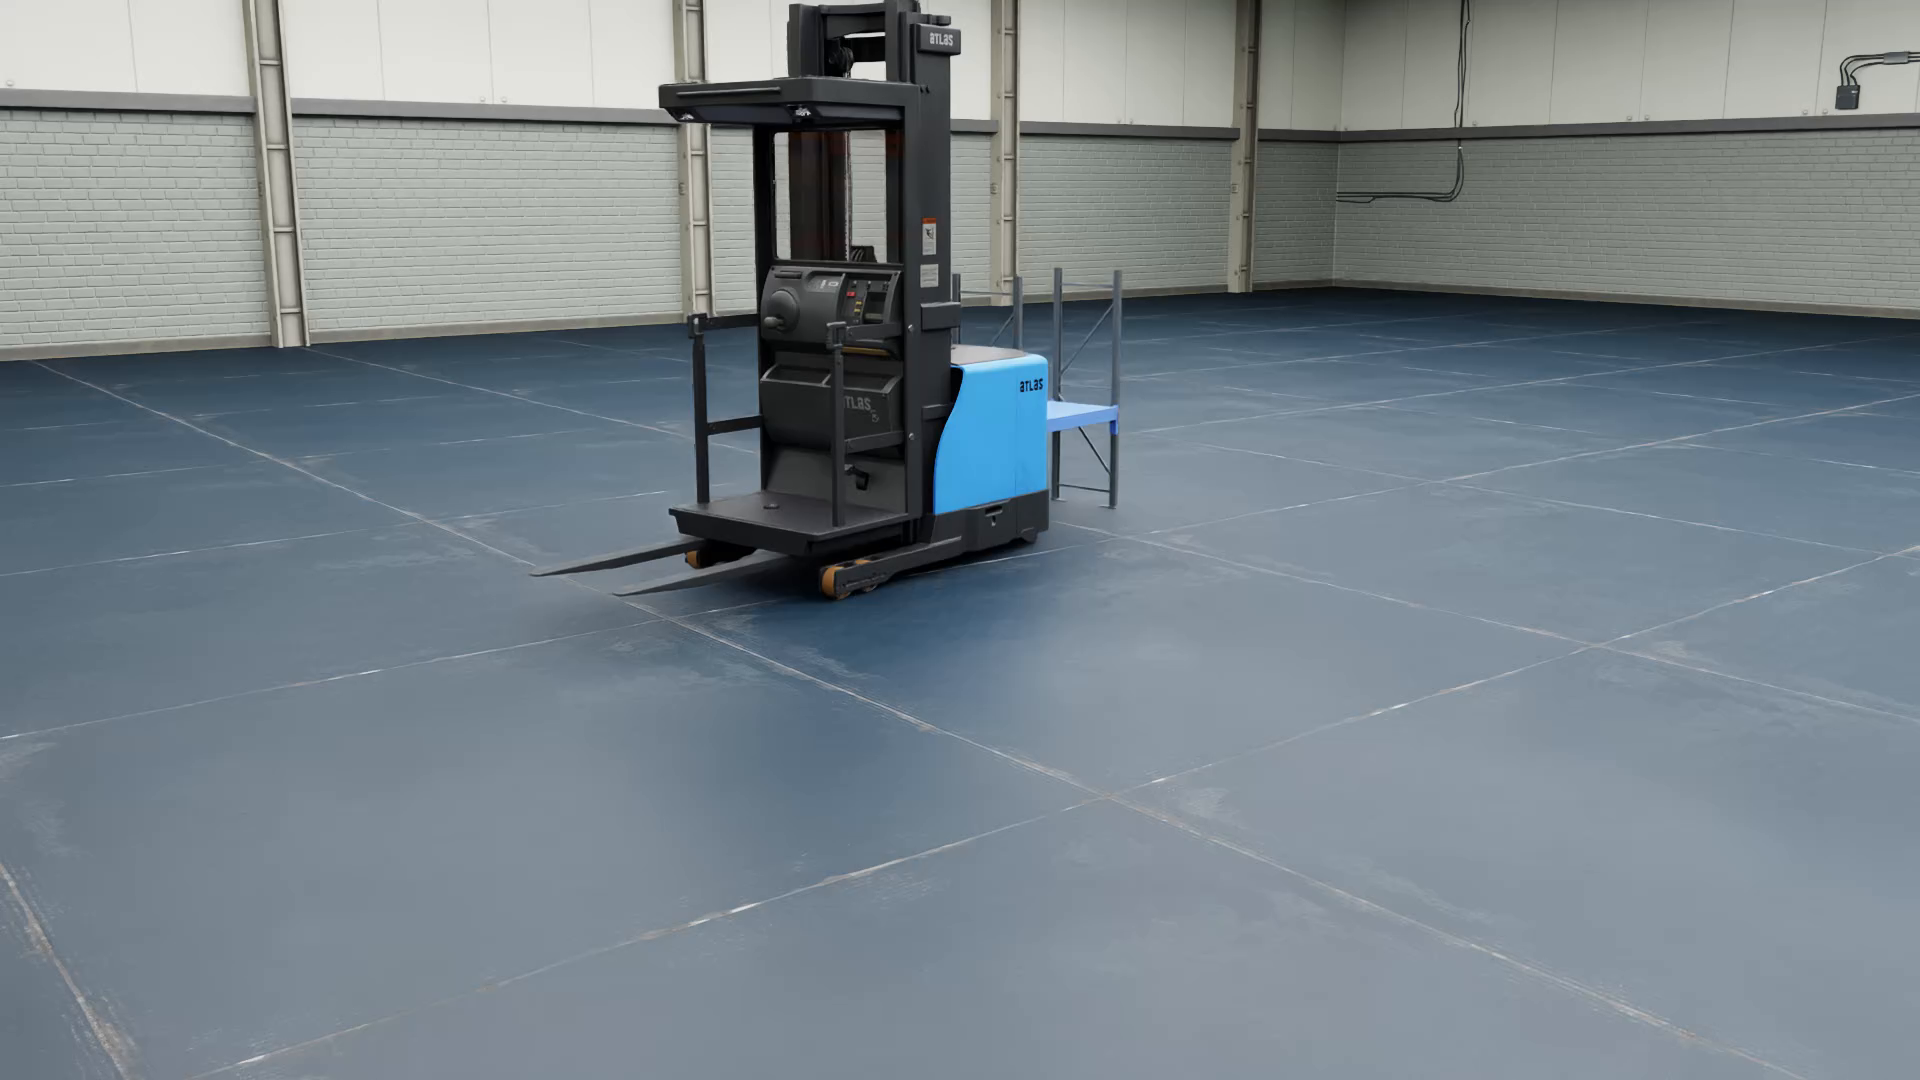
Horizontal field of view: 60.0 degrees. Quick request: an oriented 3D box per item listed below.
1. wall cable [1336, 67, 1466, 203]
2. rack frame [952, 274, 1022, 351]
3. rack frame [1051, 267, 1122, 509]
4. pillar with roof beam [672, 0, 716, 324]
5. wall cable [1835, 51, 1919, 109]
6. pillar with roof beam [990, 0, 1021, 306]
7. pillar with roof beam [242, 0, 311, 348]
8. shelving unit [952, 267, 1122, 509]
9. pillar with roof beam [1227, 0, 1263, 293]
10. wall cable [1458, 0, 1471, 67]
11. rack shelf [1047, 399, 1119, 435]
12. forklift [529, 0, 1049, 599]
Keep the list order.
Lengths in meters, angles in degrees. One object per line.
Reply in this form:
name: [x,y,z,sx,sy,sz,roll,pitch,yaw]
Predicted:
wall cable: [8.573,-7.886,32.576,0.112,2.526,3.097,-9,15,-38]
rack frame: [0.155,-0.804,9.805,0.500,1.500,0.032,10,15,38]
rack frame: [0.800,-0.967,10.574,0.500,1.500,0.032,10,15,38]
pillar with roof beam: [-1.235,-6.981,20.842,0.400,9.000,9.100,-9,15,-38]
wall cable: [14.491,-9.526,24.639,0.169,6.003,2.305,-9,15,-38]
pillar with roof beam: [3.451,-7.760,24.508,0.400,9.000,9.100,-9,15,-38]
pillar with roof beam: [-5.920,-6.203,17.175,0.400,9.000,9.100,-9,15,-38]
shelving unit: [0.477,-0.886,10.190,0.538,1.500,1.048,10,15,38]
pillar with roof beam: [8.136,-8.538,28.175,0.400,9.000,9.100,-9,15,-38]
wall cable: [10.263,-9.917,29.985,0.112,2.526,3.097,-9,15,-38]
rack shelf: [0.477,-0.710,10.227,0.538,0.185,1.000,10,15,38]
forklift: [-0.812,-1.257,8.494,1.130,2.935,3.031,10,15,38]
